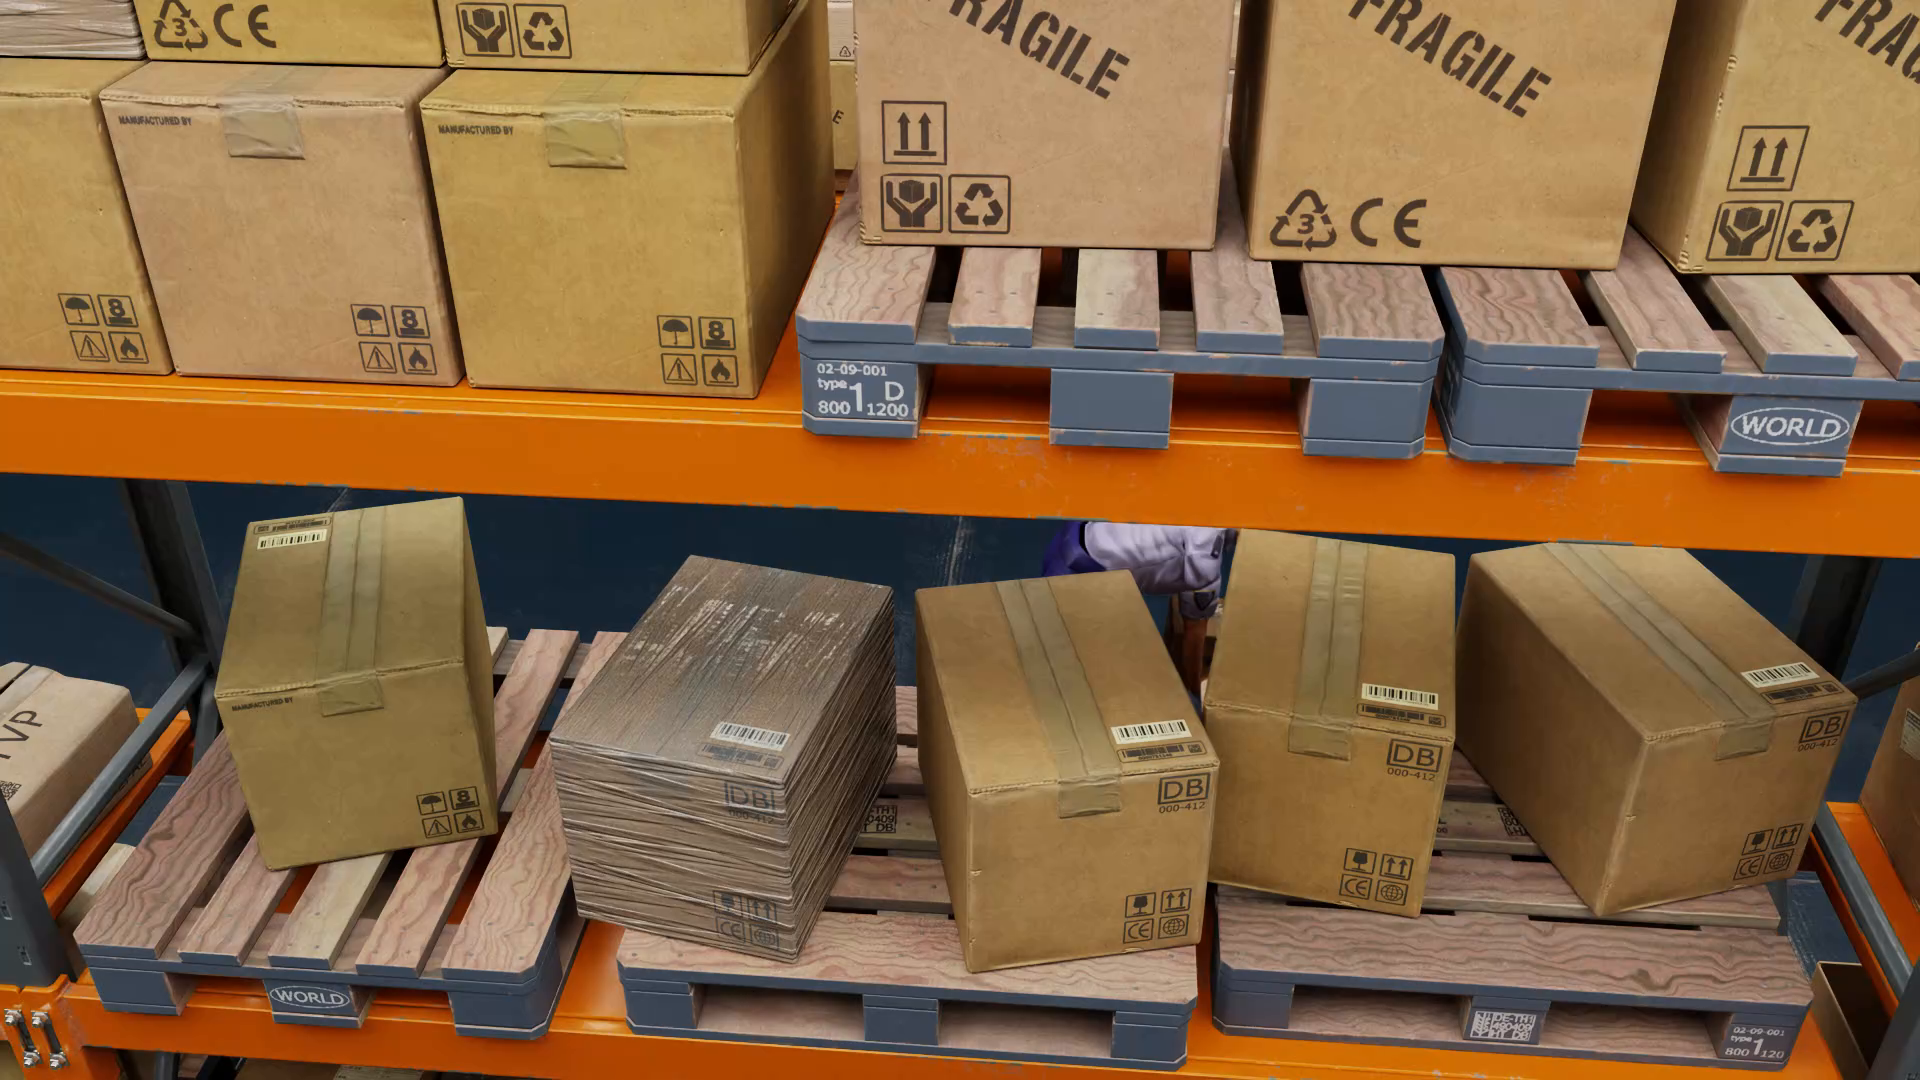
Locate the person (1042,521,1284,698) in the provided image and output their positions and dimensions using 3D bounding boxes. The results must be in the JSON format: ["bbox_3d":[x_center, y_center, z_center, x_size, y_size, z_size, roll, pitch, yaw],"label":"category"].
[{"bbox_3d":[0.727,0.326,6.060,0.874,1.199,0.451,2,32,3],"label":"person"}]
